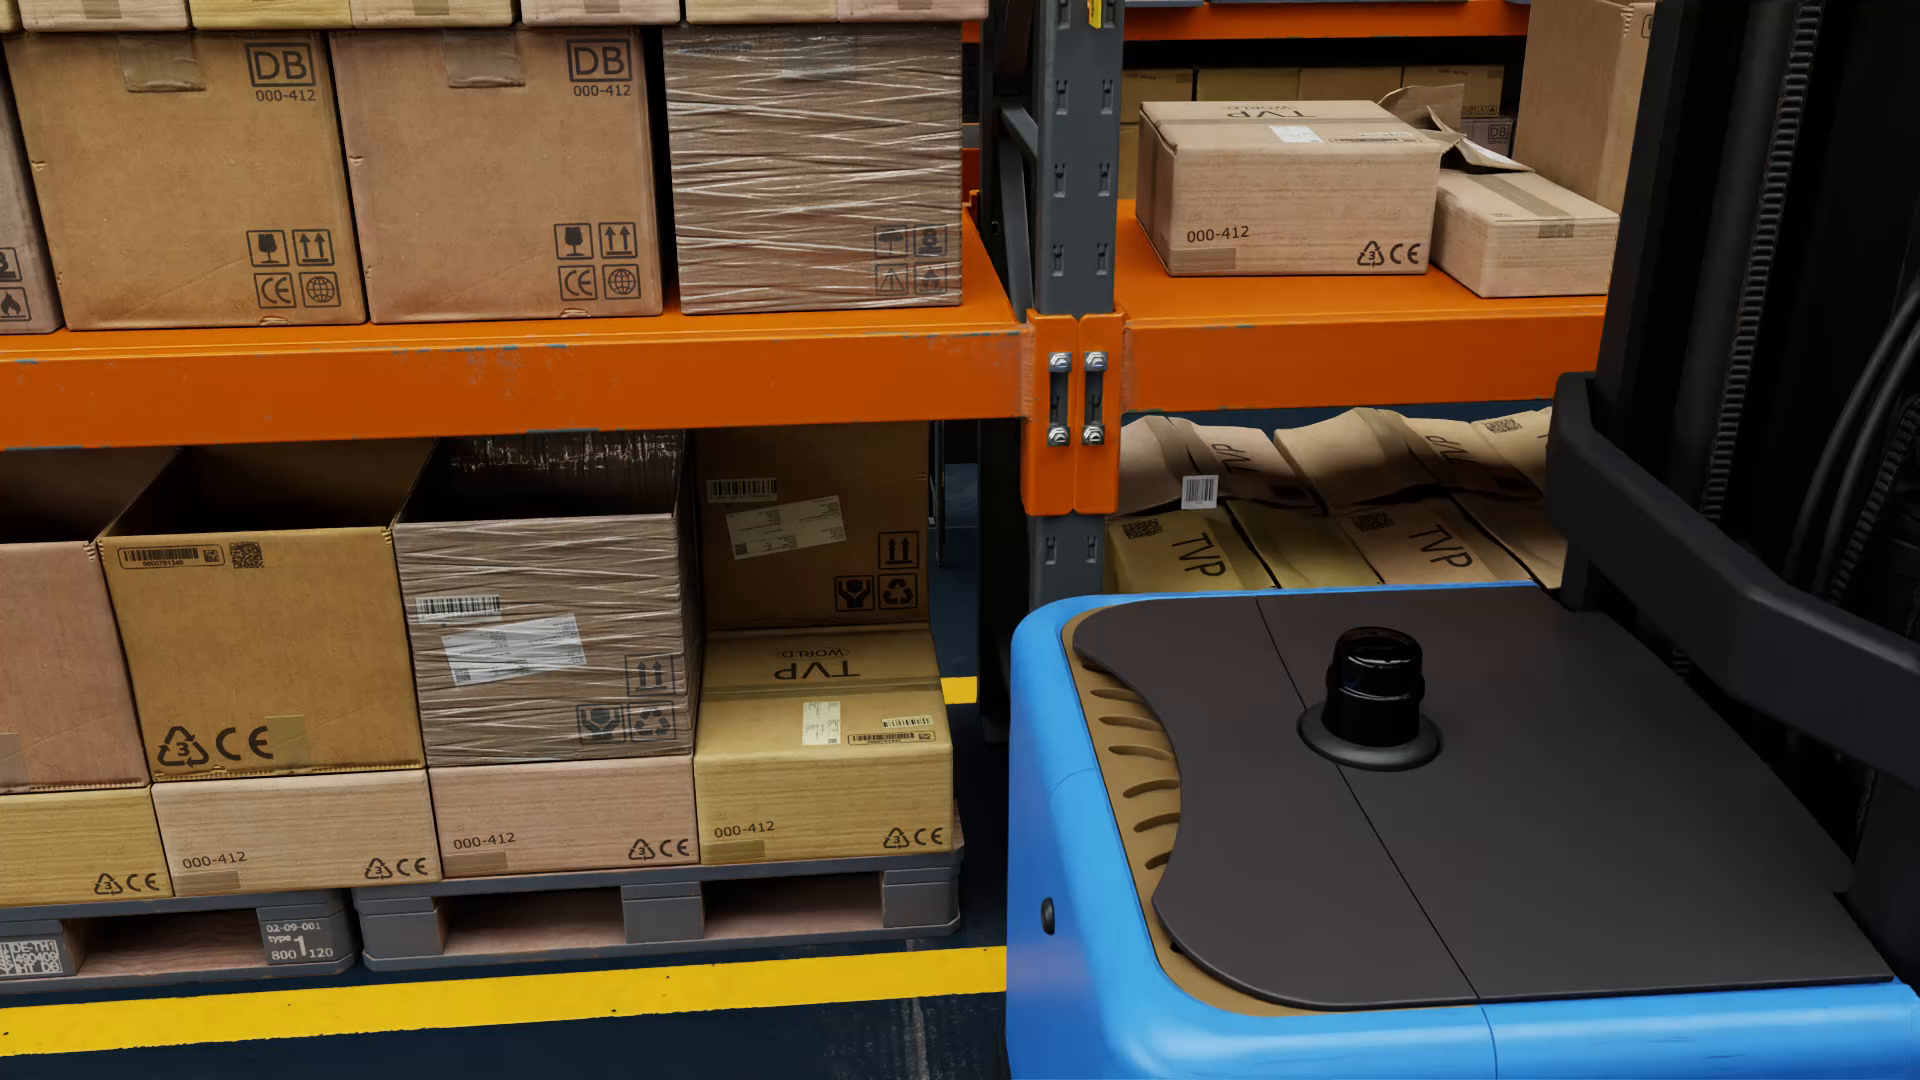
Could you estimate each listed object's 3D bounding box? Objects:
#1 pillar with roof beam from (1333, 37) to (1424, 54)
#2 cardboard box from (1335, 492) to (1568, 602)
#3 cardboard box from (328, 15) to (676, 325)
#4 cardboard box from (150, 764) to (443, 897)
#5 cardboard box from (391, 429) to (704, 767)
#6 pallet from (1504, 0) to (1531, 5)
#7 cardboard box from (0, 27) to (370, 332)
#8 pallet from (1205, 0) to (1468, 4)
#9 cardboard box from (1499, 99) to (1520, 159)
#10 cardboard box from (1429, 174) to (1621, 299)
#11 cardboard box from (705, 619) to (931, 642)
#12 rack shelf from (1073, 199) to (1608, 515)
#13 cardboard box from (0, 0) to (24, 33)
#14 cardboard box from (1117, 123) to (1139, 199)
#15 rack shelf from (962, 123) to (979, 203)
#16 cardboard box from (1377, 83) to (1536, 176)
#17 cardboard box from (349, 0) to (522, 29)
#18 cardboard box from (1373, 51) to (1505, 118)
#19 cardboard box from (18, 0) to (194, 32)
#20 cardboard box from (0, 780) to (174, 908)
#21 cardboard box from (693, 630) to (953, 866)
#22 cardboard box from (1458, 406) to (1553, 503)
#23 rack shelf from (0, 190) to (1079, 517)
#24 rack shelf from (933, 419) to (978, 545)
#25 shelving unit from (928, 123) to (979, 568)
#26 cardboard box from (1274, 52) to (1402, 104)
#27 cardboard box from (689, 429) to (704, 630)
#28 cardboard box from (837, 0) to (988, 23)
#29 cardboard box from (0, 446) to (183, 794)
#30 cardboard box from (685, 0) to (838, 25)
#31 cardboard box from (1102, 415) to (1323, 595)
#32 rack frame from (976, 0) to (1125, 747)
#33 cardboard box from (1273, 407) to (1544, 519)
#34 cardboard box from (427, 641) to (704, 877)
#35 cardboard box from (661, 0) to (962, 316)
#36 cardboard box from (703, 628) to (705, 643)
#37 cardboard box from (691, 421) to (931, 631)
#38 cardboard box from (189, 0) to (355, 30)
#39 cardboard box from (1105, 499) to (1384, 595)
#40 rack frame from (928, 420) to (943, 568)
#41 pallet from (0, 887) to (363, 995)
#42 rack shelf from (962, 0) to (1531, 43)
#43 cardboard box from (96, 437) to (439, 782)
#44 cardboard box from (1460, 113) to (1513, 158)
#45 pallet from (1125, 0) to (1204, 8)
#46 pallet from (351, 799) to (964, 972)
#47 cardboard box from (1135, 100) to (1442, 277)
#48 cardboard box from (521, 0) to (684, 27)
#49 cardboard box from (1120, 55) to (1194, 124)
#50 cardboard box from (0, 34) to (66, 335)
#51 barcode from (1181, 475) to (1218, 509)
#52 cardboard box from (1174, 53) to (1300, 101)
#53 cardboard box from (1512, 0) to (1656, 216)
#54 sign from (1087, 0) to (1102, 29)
[{"bbox_3d":[2.688,-4.211,3.645,0.400,9.000,9.100,-2,24,-5],"label":"pillar with roof beam"},{"bbox_3d":[1.088,0.125,3.455,0.500,0.311,0.500,-3,24,-6],"label":"cardboard box"},{"bbox_3d":[-0.811,-0.752,3.125,0.500,0.500,0.700,-3,24,-6],"label":"cardboard box"},{"bbox_3d":[-1.281,0.463,3.383,0.500,0.250,0.500,-2,24,-5],"label":"cardboard box"},{"bbox_3d":[-0.785,0.094,3.291,0.500,0.500,0.500,-2,24,-5],"label":"cardboard box"},{"bbox_3d":[2.945,-2.753,7.986,1.003,0.211,1.213,-2,24,-5],"label":"pallet"},{"bbox_3d":[-1.311,-0.733,3.084,0.500,0.500,0.700,-2,24,-4],"label":"cardboard box"},{"bbox_3d":[1.678,-2.729,7.932,1.213,0.211,1.003,-2,24,-5],"label":"pallet"},{"bbox_3d":[2.933,-1.921,8.414,0.500,0.500,0.700,-2,24,-4],"label":"cardboard box"},{"bbox_3d":[1.056,-0.588,3.189,0.250,0.149,0.380,-2,24,-5],"label":"cardboard box"},{"bbox_3d":[-0.337,0.210,3.952,0.500,0.250,0.500,-2,24,-5],"label":"cardboard box"},{"bbox_3d":[2.144,-0.501,3.570,4.000,0.370,1.077,-2,24,-5],"label":"rack shelf"},{"bbox_3d":[-1.623,-0.933,2.734,0.250,0.149,0.380,-2,24,-3],"label":"cardboard box"},{"bbox_3d":[0.903,-1.888,8.341,0.500,0.500,0.700,-3,24,-6],"label":"cardboard box"},{"bbox_3d":[0.165,-0.954,4.844,0.480,0.518,0.431,-2,24,-5],"label":"rack shelf"},{"bbox_3d":[1.011,-0.798,3.518,0.258,0.266,0.396,-3,24,-6],"label":"cardboard box"},{"bbox_3d":[-0.864,-0.963,2.803,0.250,0.149,0.380,-2,24,-5],"label":"cardboard box"},{"bbox_3d":[2.359,-2.266,8.268,0.500,0.250,0.500,-2,24,-4],"label":"cardboard box"},{"bbox_3d":[-1.359,-0.945,2.761,0.250,0.149,0.380,-2,24,-4],"label":"cardboard box"},{"bbox_3d":[-1.778,0.483,3.338,0.500,0.250,0.500,-2,24,-5],"label":"cardboard box"},{"bbox_3d":[-0.286,0.421,3.477,0.500,0.250,0.500,-2,24,-5],"label":"cardboard box"},{"bbox_3d":[1.543,-0.116,3.996,0.500,0.311,0.500,-2,24,-5],"label":"cardboard box"},{"bbox_3d":[-1.836,-0.342,3.211,4.000,0.370,1.077,-2,24,-5],"label":"rack shelf"},{"bbox_3d":[0.165,-0.314,5.128,0.480,0.518,0.431,-2,24,-5],"label":"rack shelf"},{"bbox_3d":[0.165,-0.966,4.838,0.503,2.100,0.431,-2,24,-5],"label":"shelving unit"},{"bbox_3d":[1.848,-2.244,8.217,0.500,0.250,0.500,-2,24,-5],"label":"cardboard box"},{"bbox_3d":[-0.835,-0.113,3.756,0.500,0.500,0.500,-2,24,-5],"label":"cardboard box"},{"bbox_3d":[-0.096,-0.995,2.873,0.250,0.149,0.380,-2,24,-5],"label":"cardboard box"},{"bbox_3d":[-1.778,0.141,3.184,0.500,0.500,0.500,-2,24,-5],"label":"cardboard box"},{"bbox_3d":[-0.342,-0.986,2.853,0.250,0.149,0.380,-3,24,-6],"label":"cardboard box"},{"bbox_3d":[0.529,-0.074,3.901,0.500,0.311,0.500,-2,24,-5],"label":"cardboard box"},{"bbox_3d":[0.154,-0.750,3.245,0.127,3.000,1.000,-2,24,-5],"label":"rack frame"},{"bbox_3d":[1.046,-0.097,3.953,0.500,0.311,0.500,-2,24,-4],"label":"cardboard box"},{"bbox_3d":[-0.785,0.437,3.441,0.500,0.250,0.500,-2,24,-5],"label":"cardboard box"},{"bbox_3d":[-0.287,-0.776,3.179,0.500,0.500,0.700,-3,24,-7],"label":"cardboard box"},{"bbox_3d":[-0.836,0.228,3.911,0.500,0.250,0.500,-2,24,-5],"label":"cardboard box"},{"bbox_3d":[-0.338,-0.136,3.808,0.500,0.500,0.500,-2,24,-5],"label":"cardboard box"},{"bbox_3d":[-1.108,-0.955,2.783,0.250,0.149,0.380,-2,24,-5],"label":"cardboard box"},{"bbox_3d":[0.590,0.142,3.414,0.500,0.311,0.500,-2,24,-5],"label":"cardboard box"},{"bbox_3d":[-0.078,-0.956,4.816,0.015,2.100,0.400,-2,24,-5],"label":"rack frame"},{"bbox_3d":[-1.859,0.589,3.665,1.213,0.211,1.003,-2,24,-5],"label":"pallet"},{"bbox_3d":[1.654,-2.503,8.075,4.000,0.370,1.077,-2,24,-5],"label":"rack shelf"},{"bbox_3d":[-1.282,0.115,3.242,0.500,0.500,0.500,-2,24,-5],"label":"cardboard box"},{"bbox_3d":[2.408,-1.947,8.474,0.500,0.500,0.700,-2,24,-5],"label":"cardboard box"},{"bbox_3d":[0.438,-2.636,7.724,1.213,0.211,1.003,-2,24,-5],"label":"pallet"},{"bbox_3d":[-0.642,0.539,3.778,1.213,0.211,1.003,-2,24,-5],"label":"pallet"},{"bbox_3d":[0.640,-0.719,3.359,0.500,0.250,0.500,-1,24,-2],"label":"cardboard box"},{"bbox_3d":[-0.602,-0.974,2.827,0.250,0.149,0.380,-3,24,-7],"label":"cardboard box"},{"bbox_3d":[0.832,-2.209,8.139,0.500,0.250,0.500,-3,24,-6],"label":"cardboard box"},{"bbox_3d":[-1.821,-0.712,3.037,0.500,0.500,0.700,-2,24,-4],"label":"cardboard box"},{"bbox_3d":[0.449,-0.090,3.112,0.075,0.075,0.001,-2,24,-5],"label":"barcode"},{"bbox_3d":[1.349,-2.231,8.189,0.500,0.250,0.500,-3,24,-7],"label":"cardboard box"},{"bbox_3d":[1.444,-0.841,3.326,0.500,0.500,0.500,-1,24,-1],"label":"cardboard box"},{"bbox_3d":[0.210,-0.958,2.548,0.005,0.325,0.100,-2,24,-5],"label":"sign"}]
